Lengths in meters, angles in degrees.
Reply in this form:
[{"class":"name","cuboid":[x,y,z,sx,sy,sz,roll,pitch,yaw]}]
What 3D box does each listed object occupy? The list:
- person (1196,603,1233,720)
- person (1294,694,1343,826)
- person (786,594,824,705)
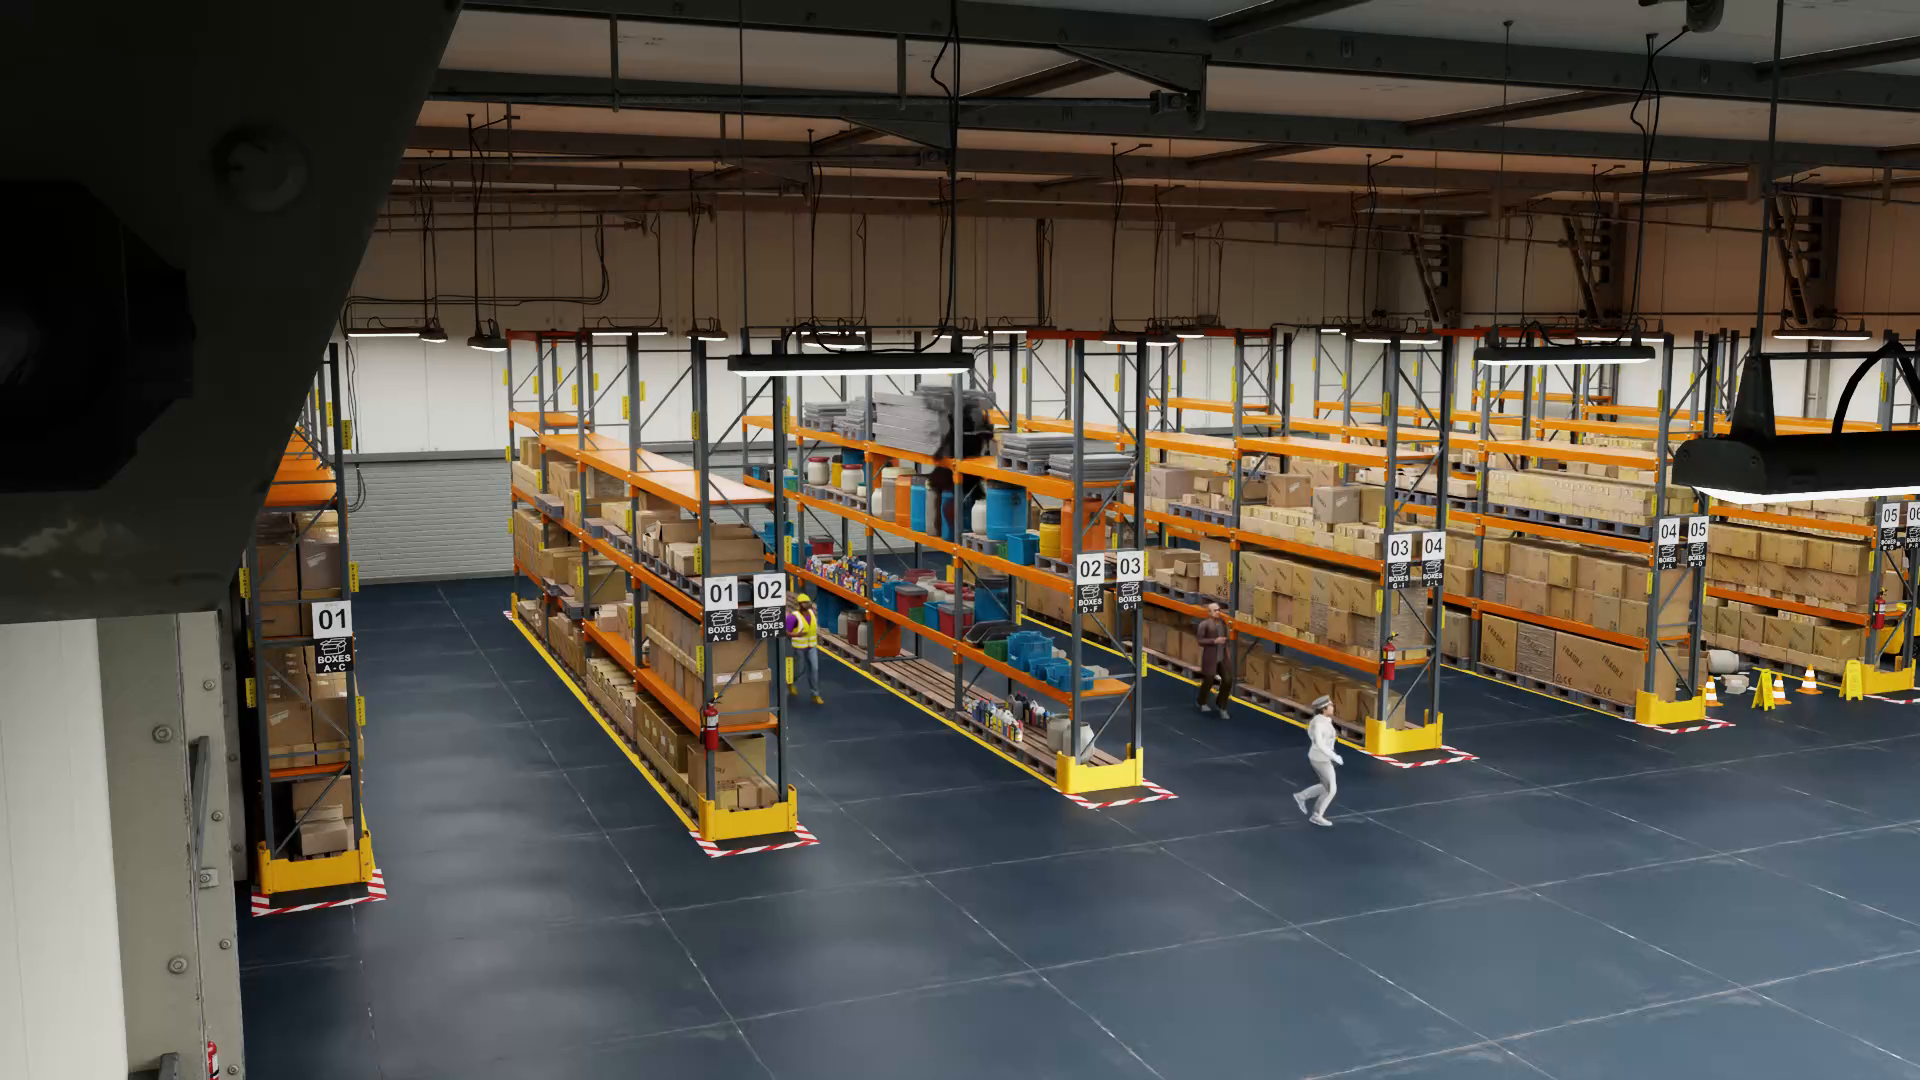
[{"class":"person","cuboid":[4.004,1.909,26.146,0.685,1.844,0.793,-4,9,-25]},{"class":"person","cuboid":[4.452,2.731,20.661,0.571,1.669,0.653,1,8,6]},{"class":"person","cuboid":[-2.538,1.752,27.090,0.695,1.771,0.962,-5,9,-34]}]
